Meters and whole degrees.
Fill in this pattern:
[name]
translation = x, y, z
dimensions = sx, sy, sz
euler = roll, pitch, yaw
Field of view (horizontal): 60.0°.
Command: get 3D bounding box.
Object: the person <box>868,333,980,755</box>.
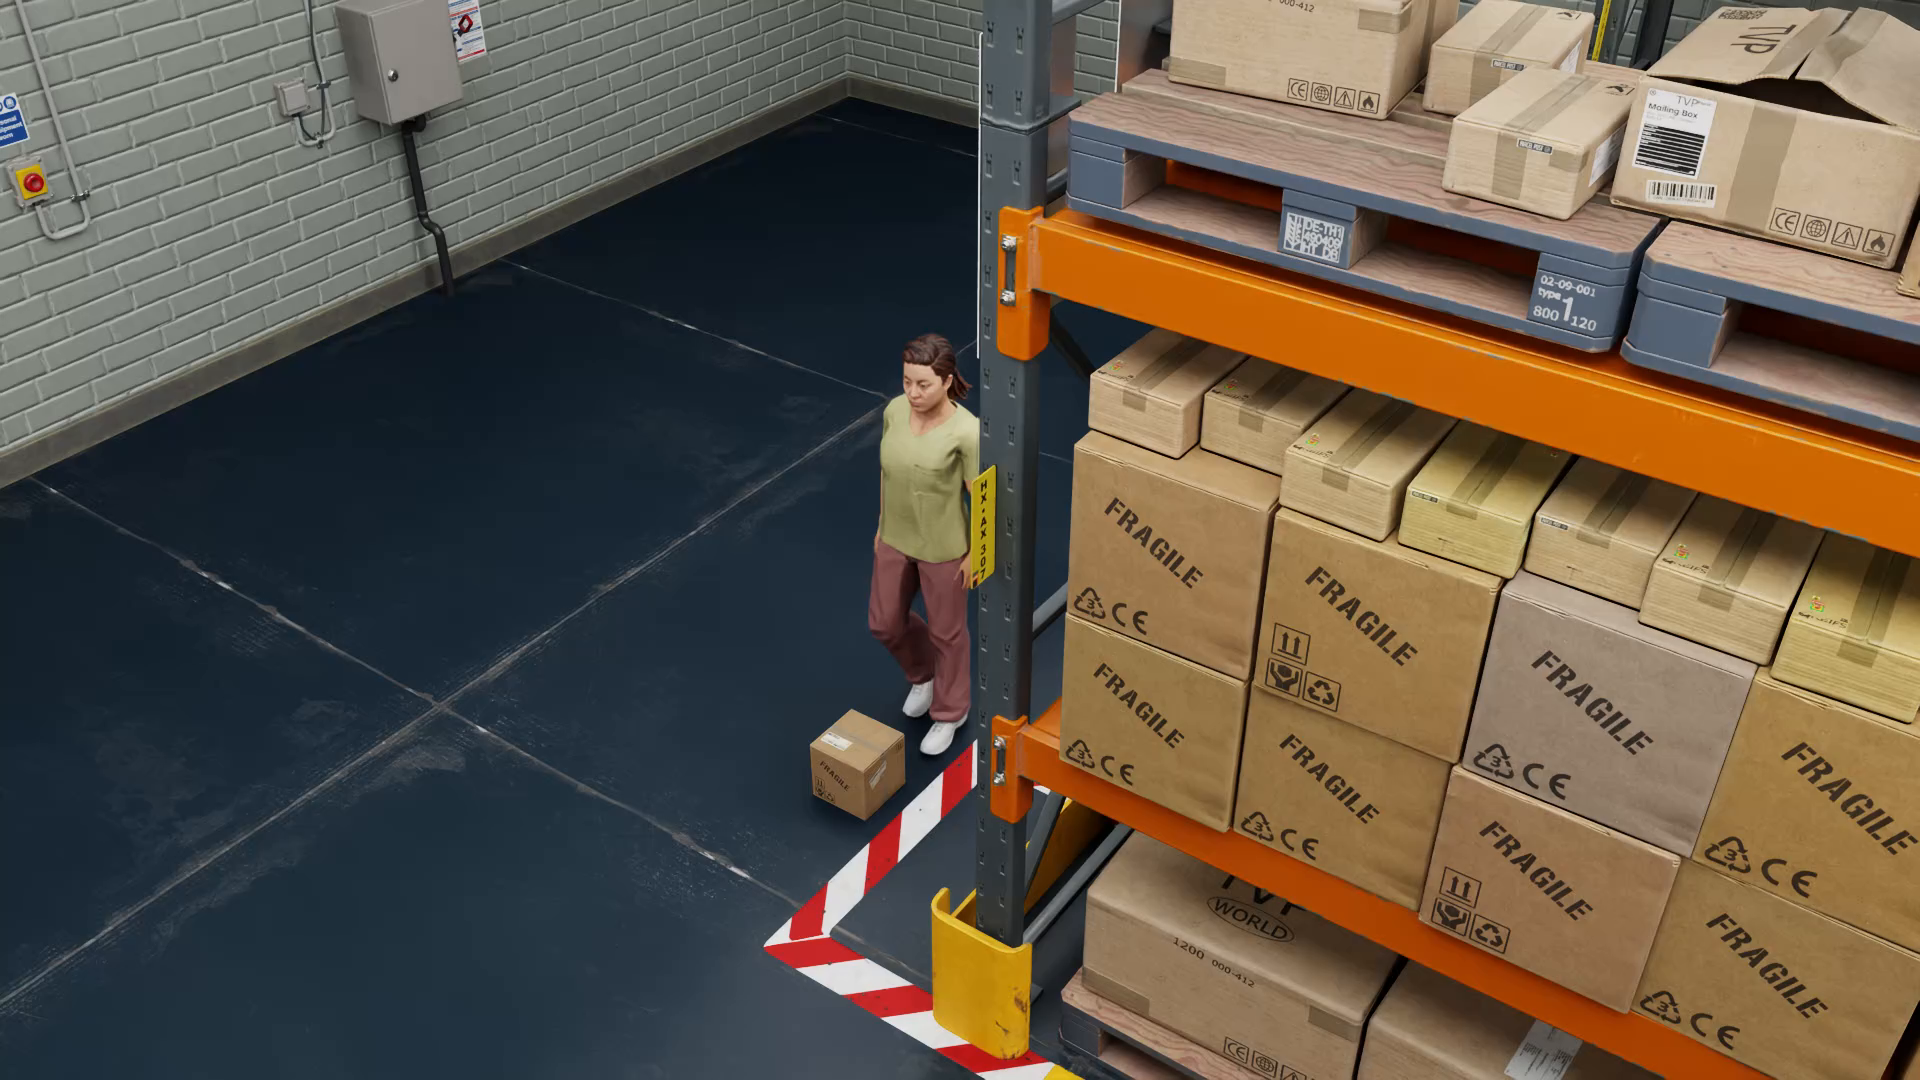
[person]
translation = -0.109, 0.014, 6.109
dimensions = 0.454, 1.680, 0.432
euler = 20, 39, 26
